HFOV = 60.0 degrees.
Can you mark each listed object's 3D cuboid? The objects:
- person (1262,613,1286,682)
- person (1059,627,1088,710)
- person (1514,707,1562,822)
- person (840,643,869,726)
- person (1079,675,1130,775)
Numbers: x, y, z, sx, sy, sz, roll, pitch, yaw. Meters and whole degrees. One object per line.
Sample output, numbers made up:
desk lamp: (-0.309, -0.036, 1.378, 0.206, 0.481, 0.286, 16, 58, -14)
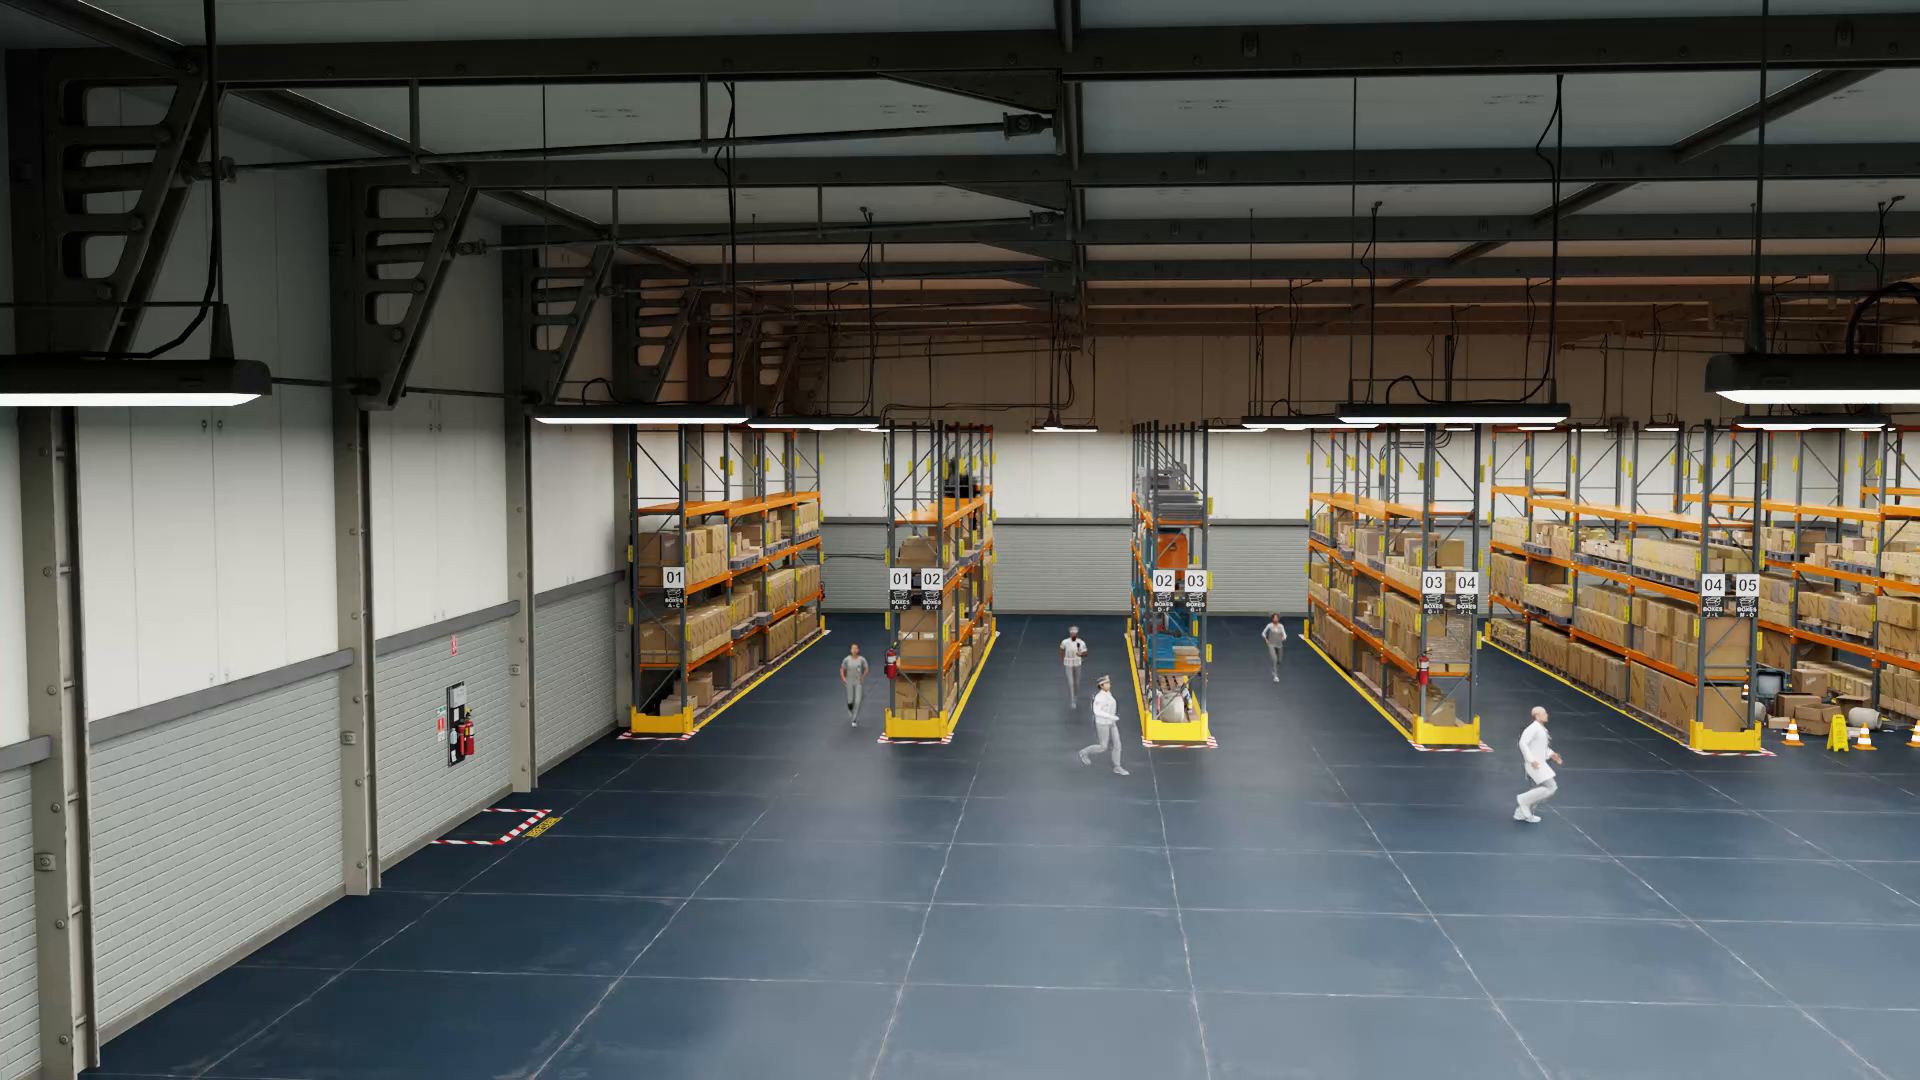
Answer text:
person: (7.318, 2.495, 38.710, 0.547, 1.551, 0.767, 0, 4, -5)
person: (2.379, 2.646, 34.857, 0.567, 1.697, 0.915, 0, 4, -2)
person: (8.527, 3.314, 24.528, 0.650, 1.715, 0.650, 2, 4, 27)
person: (-2.078, 2.843, 32.815, 0.565, 1.618, 0.573, 0, 4, -5)
person: (2.456, 3.111, 28.102, 0.913, 1.674, 0.630, 2, 4, 33)
